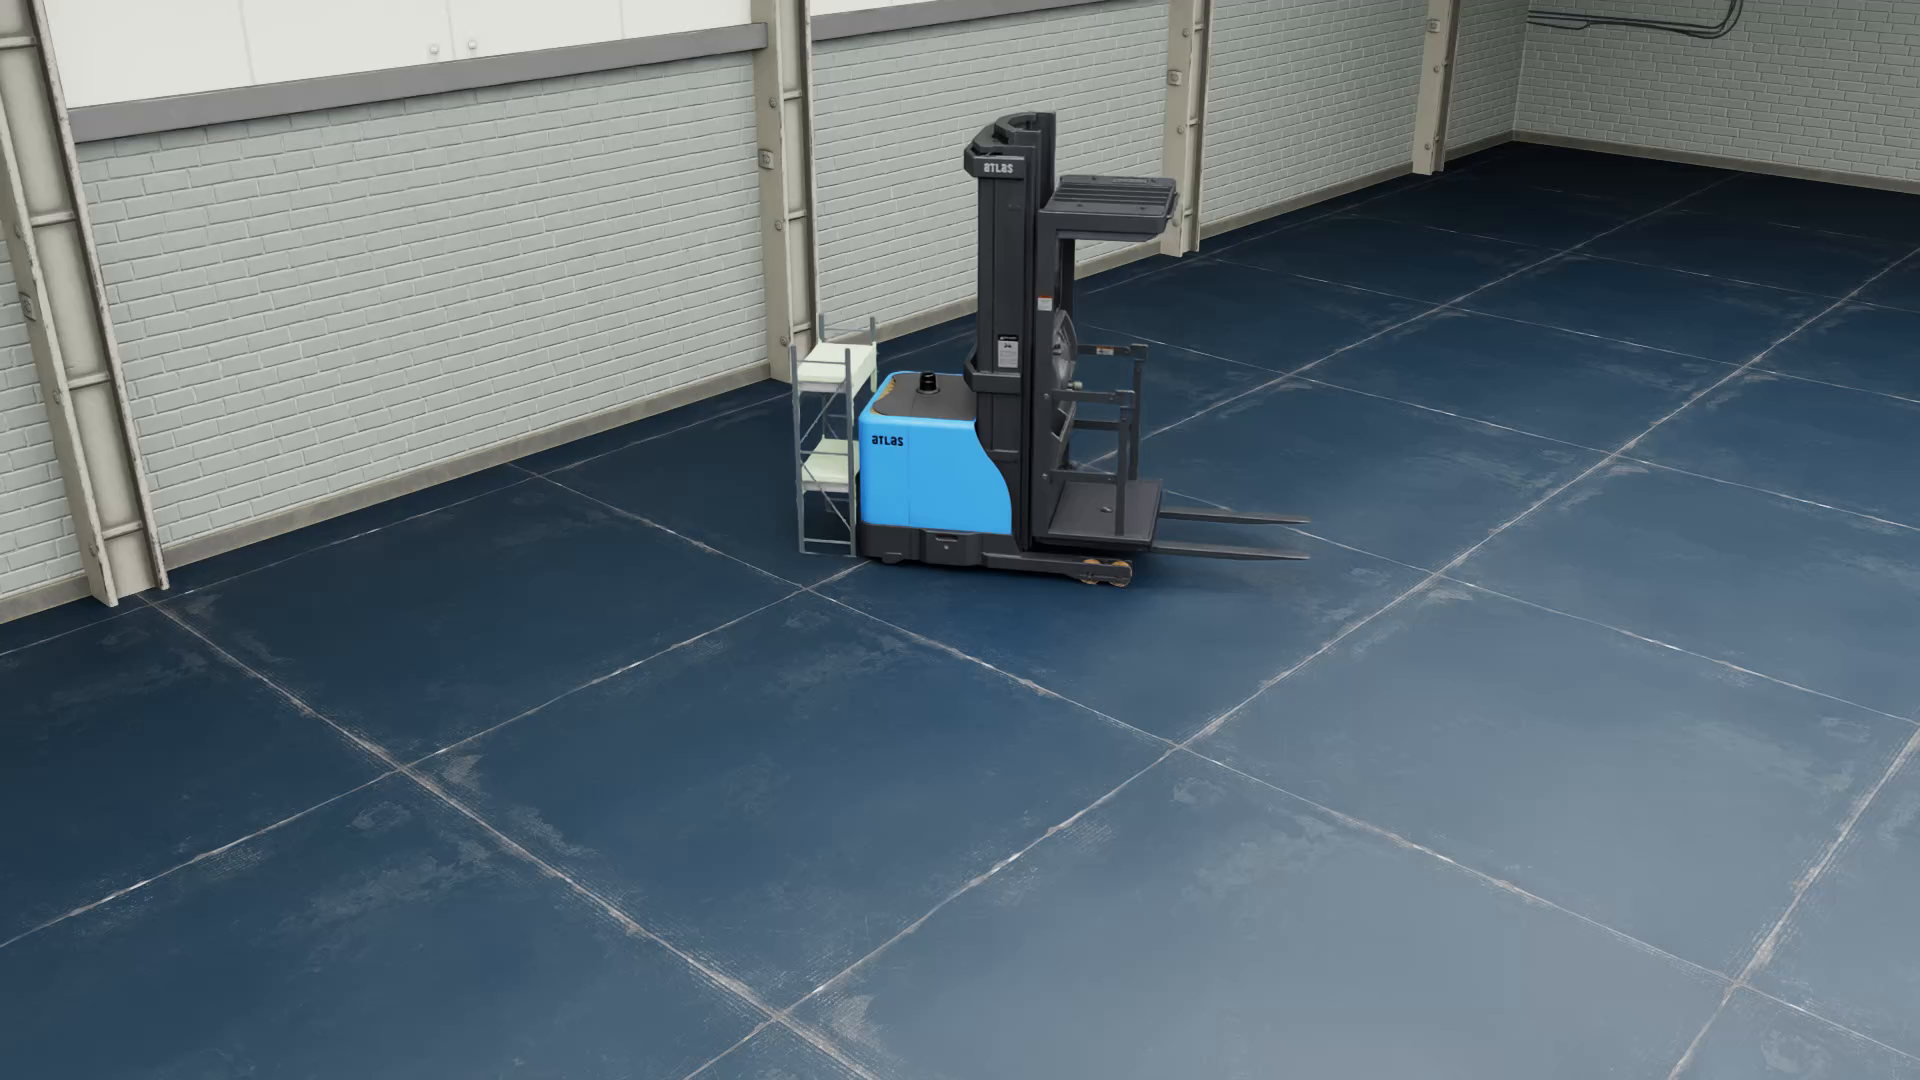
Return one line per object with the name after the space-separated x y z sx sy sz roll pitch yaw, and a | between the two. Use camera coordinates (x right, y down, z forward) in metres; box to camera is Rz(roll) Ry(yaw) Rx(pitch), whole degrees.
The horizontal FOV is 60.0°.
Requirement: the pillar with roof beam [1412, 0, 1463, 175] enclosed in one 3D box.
9.727 -8.082 18.775 9.100 9.000 0.400 20 31 38 | pillar with roof beam

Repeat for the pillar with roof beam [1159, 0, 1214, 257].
5.722 -6.253 14.698 9.100 9.000 0.400 20 31 38 | pillar with roof beam

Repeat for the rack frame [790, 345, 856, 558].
-0.916 -0.581 11.213 0.400 1.500 0.023 4 24 9 | rack frame

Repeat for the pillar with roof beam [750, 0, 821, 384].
1.718 -4.425 10.621 9.100 9.000 0.400 20 31 38 | pillar with roof beam

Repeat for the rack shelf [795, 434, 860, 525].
-0.852 -0.431 11.675 0.431 0.370 0.720 4 24 9 | rack shelf

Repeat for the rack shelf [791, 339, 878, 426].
-0.852 -1.085 11.382 0.431 0.370 0.720 4 24 9 | rack shelf

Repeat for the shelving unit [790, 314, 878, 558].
-0.852 -0.729 11.542 0.431 1.500 0.755 4 24 9 | shelving unit

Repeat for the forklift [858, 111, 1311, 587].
0.879 -1.263 10.985 3.031 2.935 1.130 4 25 10 | forklift

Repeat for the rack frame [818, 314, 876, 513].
-0.788 -0.876 11.871 0.400 1.500 0.023 4 24 9 | rack frame

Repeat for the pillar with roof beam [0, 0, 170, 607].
-2.287 -2.597 6.544 9.100 9.000 0.400 20 31 38 | pillar with roof beam

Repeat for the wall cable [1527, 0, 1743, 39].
9.472 -8.377 23.229 3.097 2.526 0.112 20 31 38 | wall cable
